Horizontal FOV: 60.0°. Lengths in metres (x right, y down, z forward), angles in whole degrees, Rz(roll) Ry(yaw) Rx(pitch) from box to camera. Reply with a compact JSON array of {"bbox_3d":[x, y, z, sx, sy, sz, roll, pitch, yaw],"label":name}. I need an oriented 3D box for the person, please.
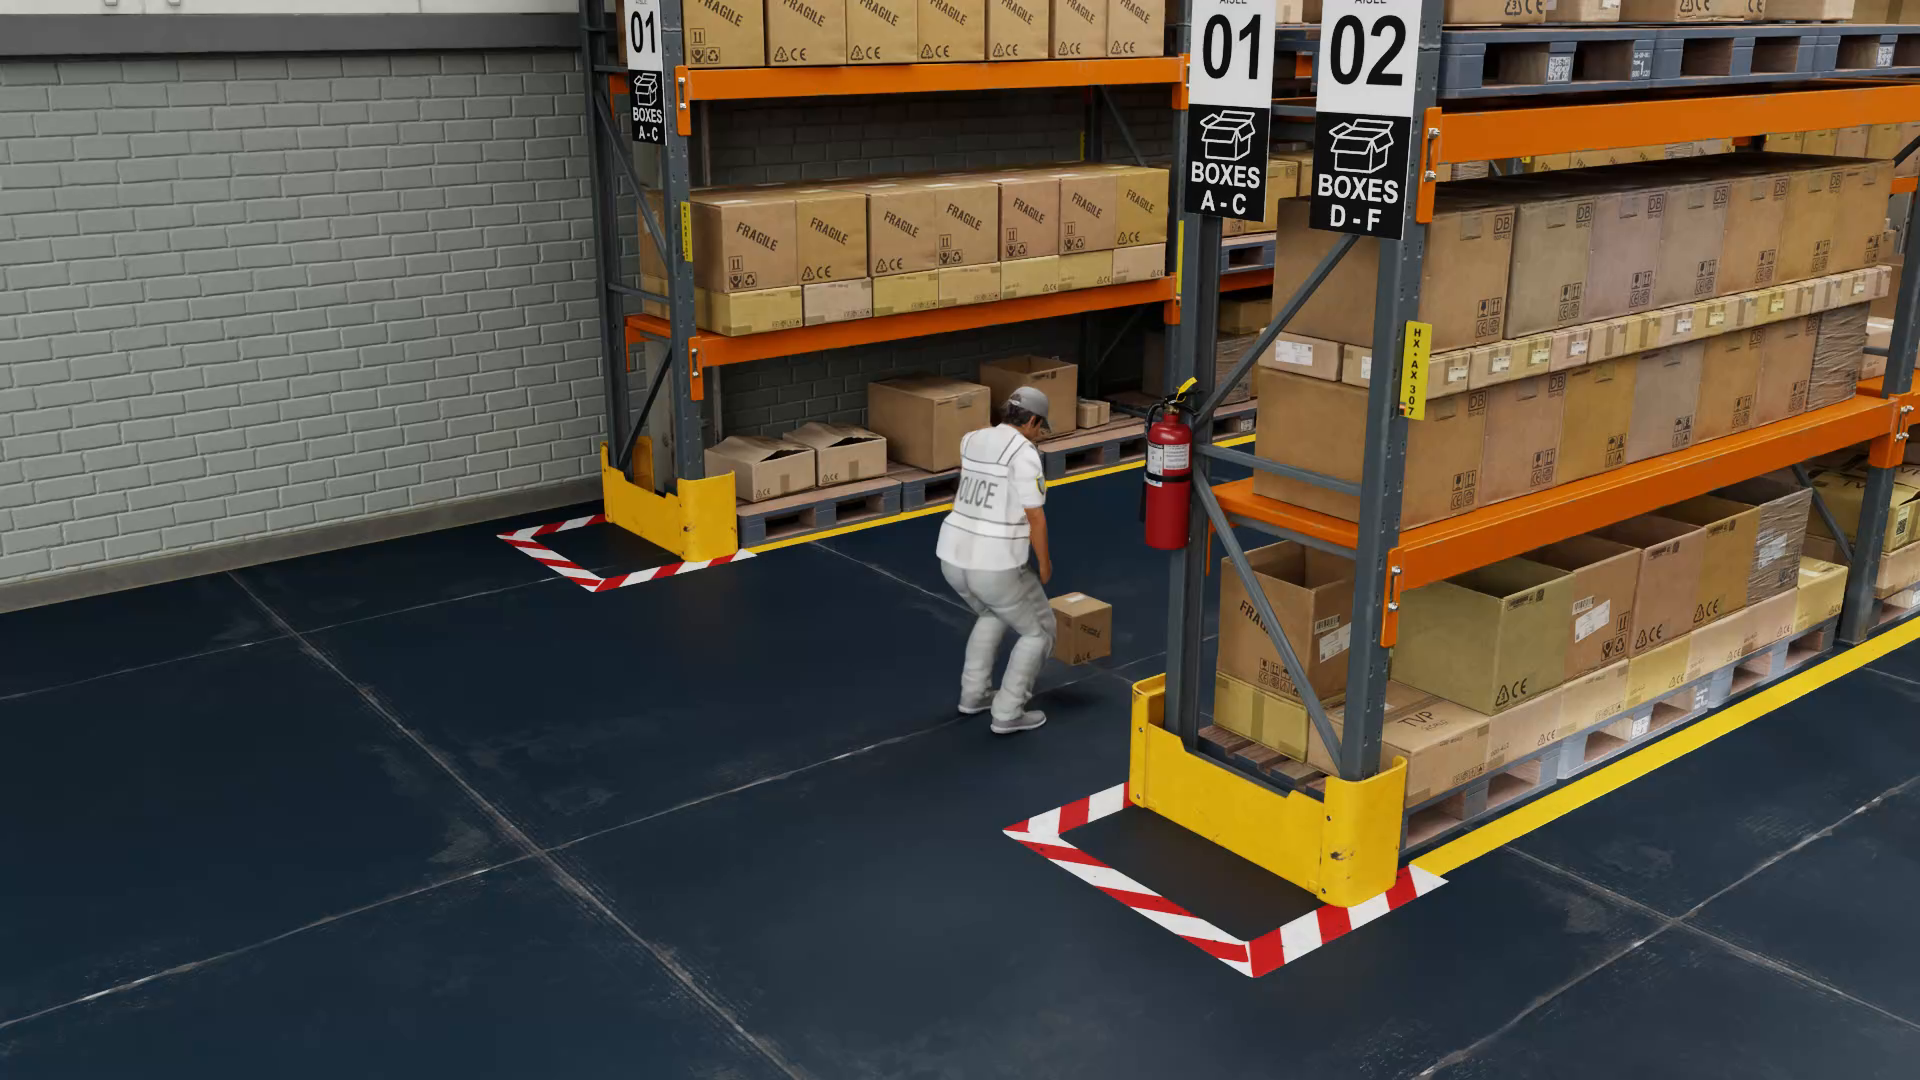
[{"bbox_3d":[0.181,0.092,7.517,0.611,1.523,0.522,-13,22,-35],"label":"person"}]
